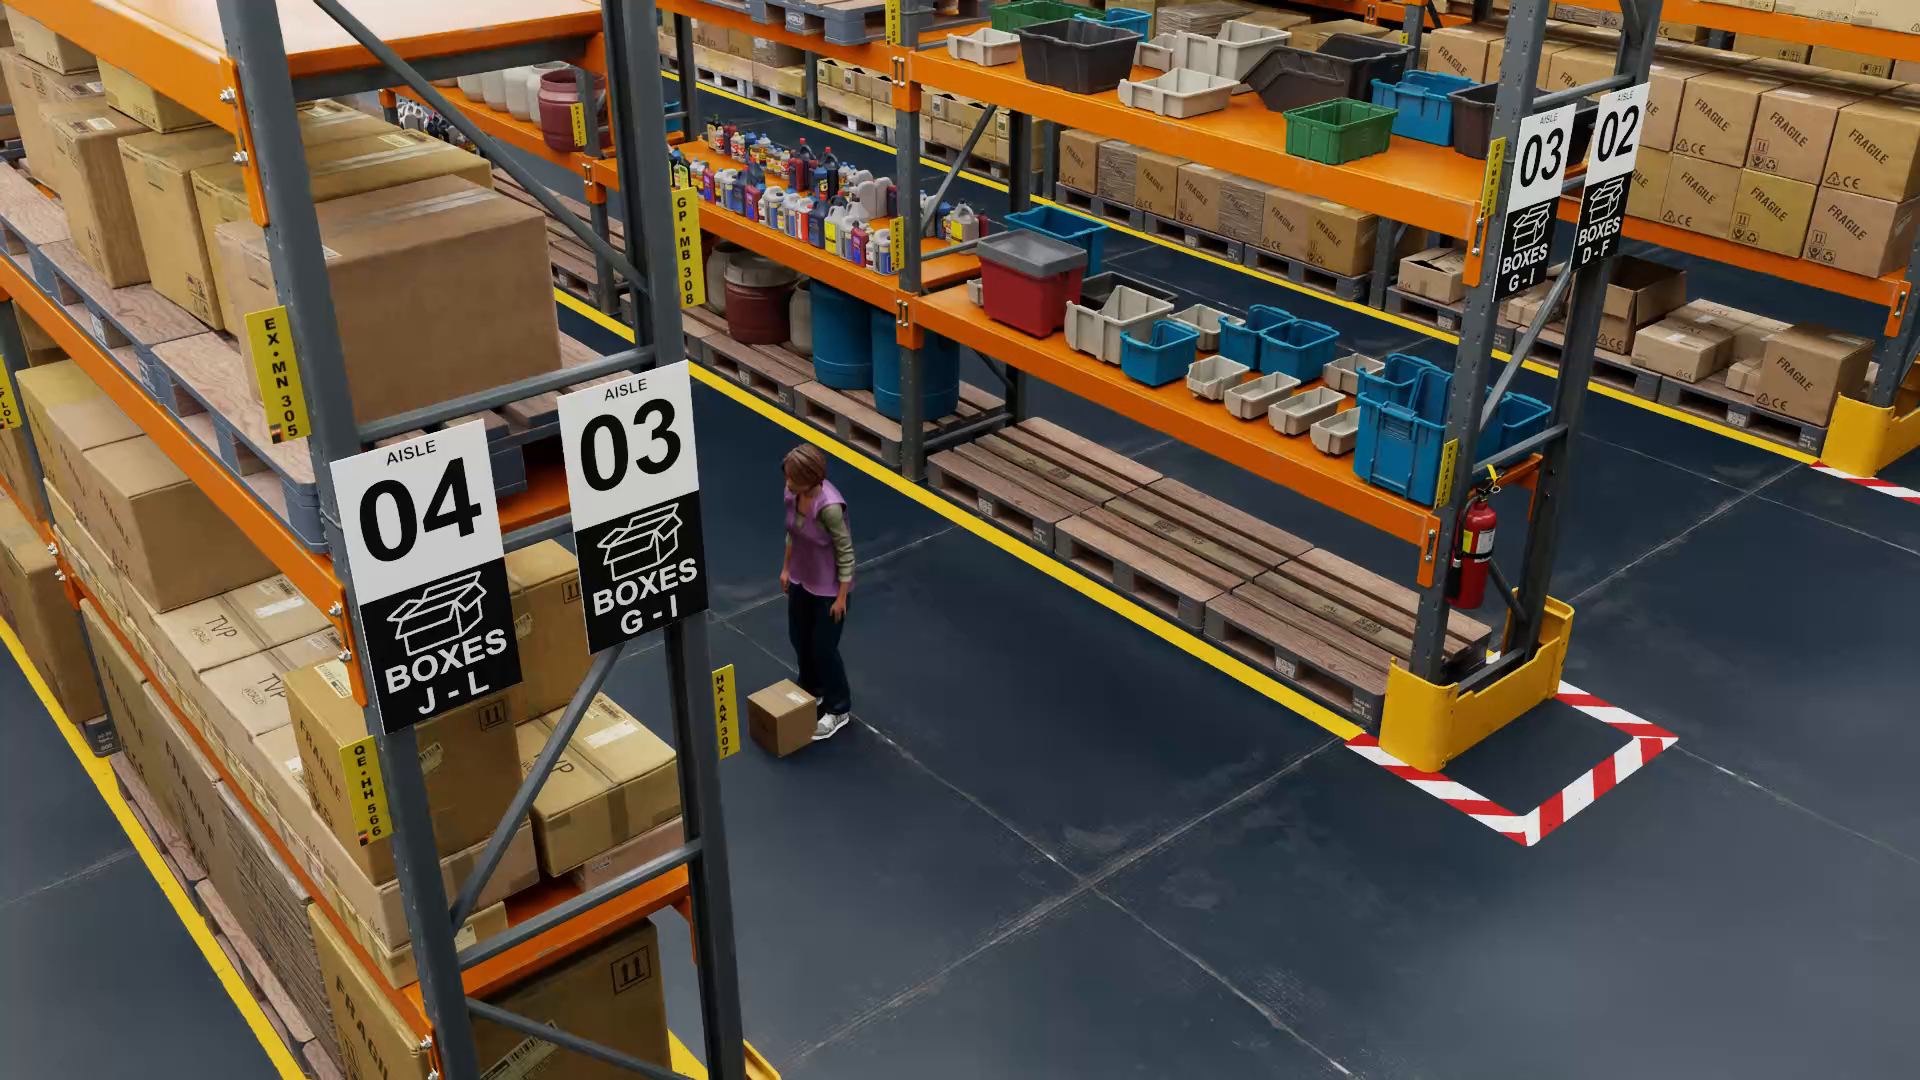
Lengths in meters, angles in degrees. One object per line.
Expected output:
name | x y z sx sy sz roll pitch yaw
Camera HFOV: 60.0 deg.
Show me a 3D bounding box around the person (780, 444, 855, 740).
person | -0.709 0.231 8.213 0.347 1.591 0.482 -25 37 -38
